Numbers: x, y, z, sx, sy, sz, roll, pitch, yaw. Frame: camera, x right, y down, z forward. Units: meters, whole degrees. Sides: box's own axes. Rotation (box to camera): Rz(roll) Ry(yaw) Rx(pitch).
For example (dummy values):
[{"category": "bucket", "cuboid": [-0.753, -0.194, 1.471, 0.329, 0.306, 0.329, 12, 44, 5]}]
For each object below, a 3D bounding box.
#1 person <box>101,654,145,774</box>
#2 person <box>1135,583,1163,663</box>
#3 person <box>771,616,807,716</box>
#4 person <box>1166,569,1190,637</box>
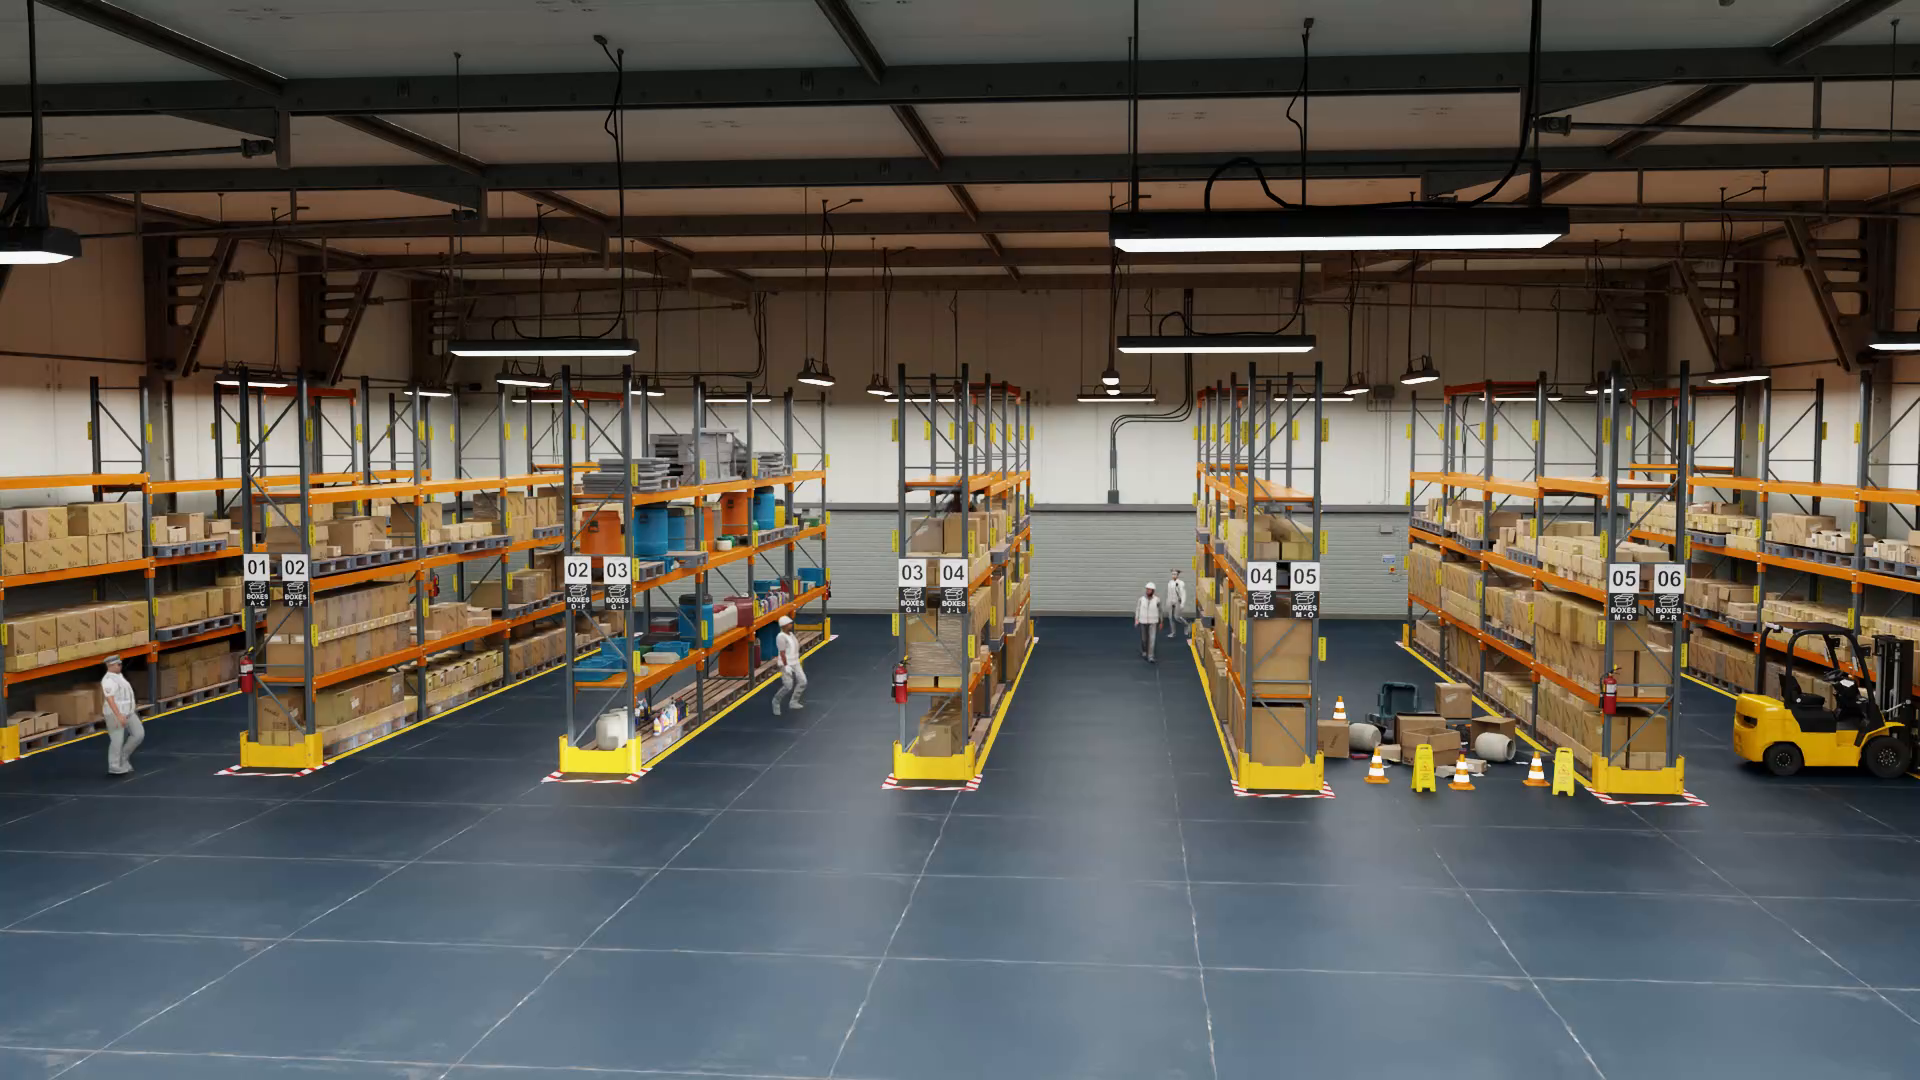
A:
[{"category": "person", "cuboid": [-12.296, 2.552, 24.323, 0.495, 1.777, 0.537, 1, 4, 16]}, {"category": "person", "cuboid": [4.147, 1.804, 36.458, 0.613, 1.734, 1.012, 1, 4, 10]}, {"category": "person", "cuboid": [-3.026, 2.227, 29.522, 0.641, 1.780, 0.638, 2, 4, 27]}, {"category": "person", "cuboid": [5.320, 1.535, 40.730, 0.524, 1.680, 0.499, -3, 5, -37]}]
